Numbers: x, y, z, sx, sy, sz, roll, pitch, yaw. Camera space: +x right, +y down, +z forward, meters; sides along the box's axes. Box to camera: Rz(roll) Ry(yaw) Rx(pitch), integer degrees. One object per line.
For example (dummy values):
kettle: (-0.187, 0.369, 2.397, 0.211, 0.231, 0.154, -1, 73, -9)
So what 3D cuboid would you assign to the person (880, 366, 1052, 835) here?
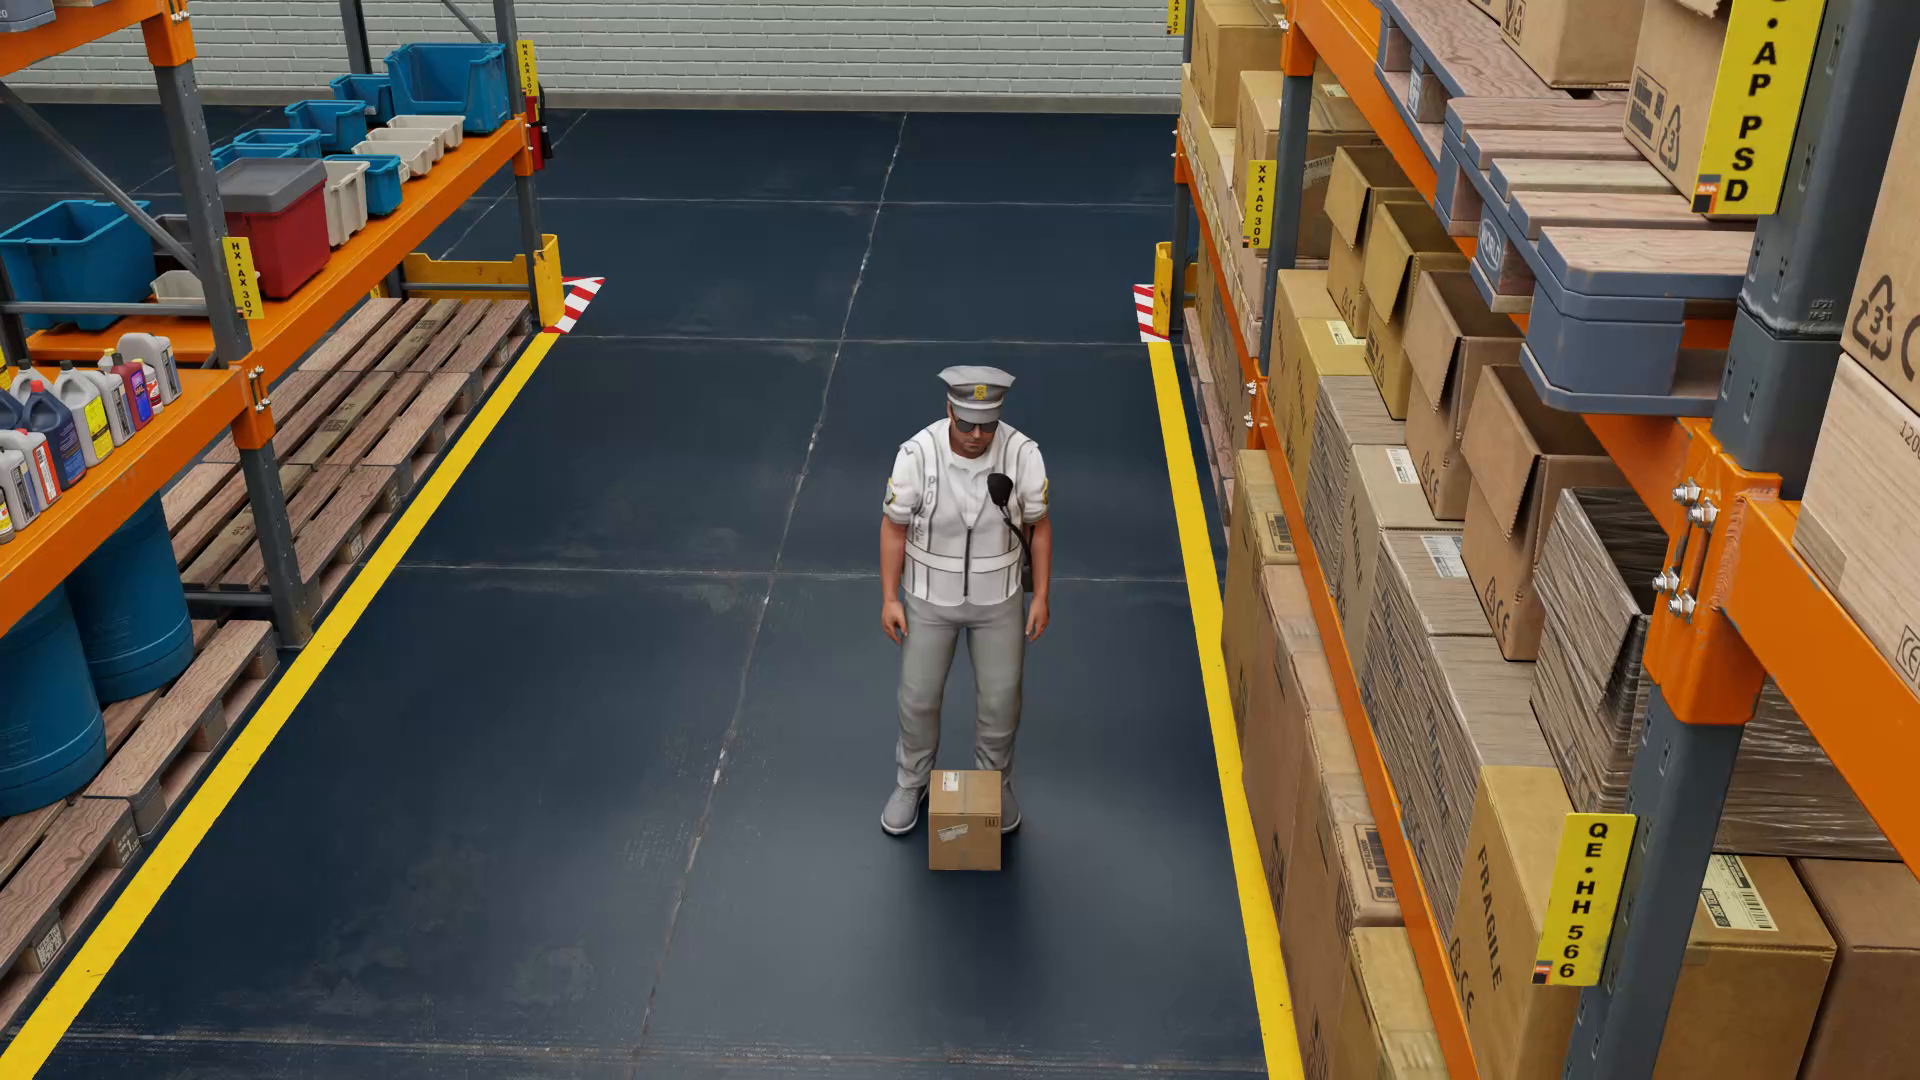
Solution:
person: (0.013, 0.193, 5.747, 0.606, 1.747, 0.439, -1, 28, -2)
